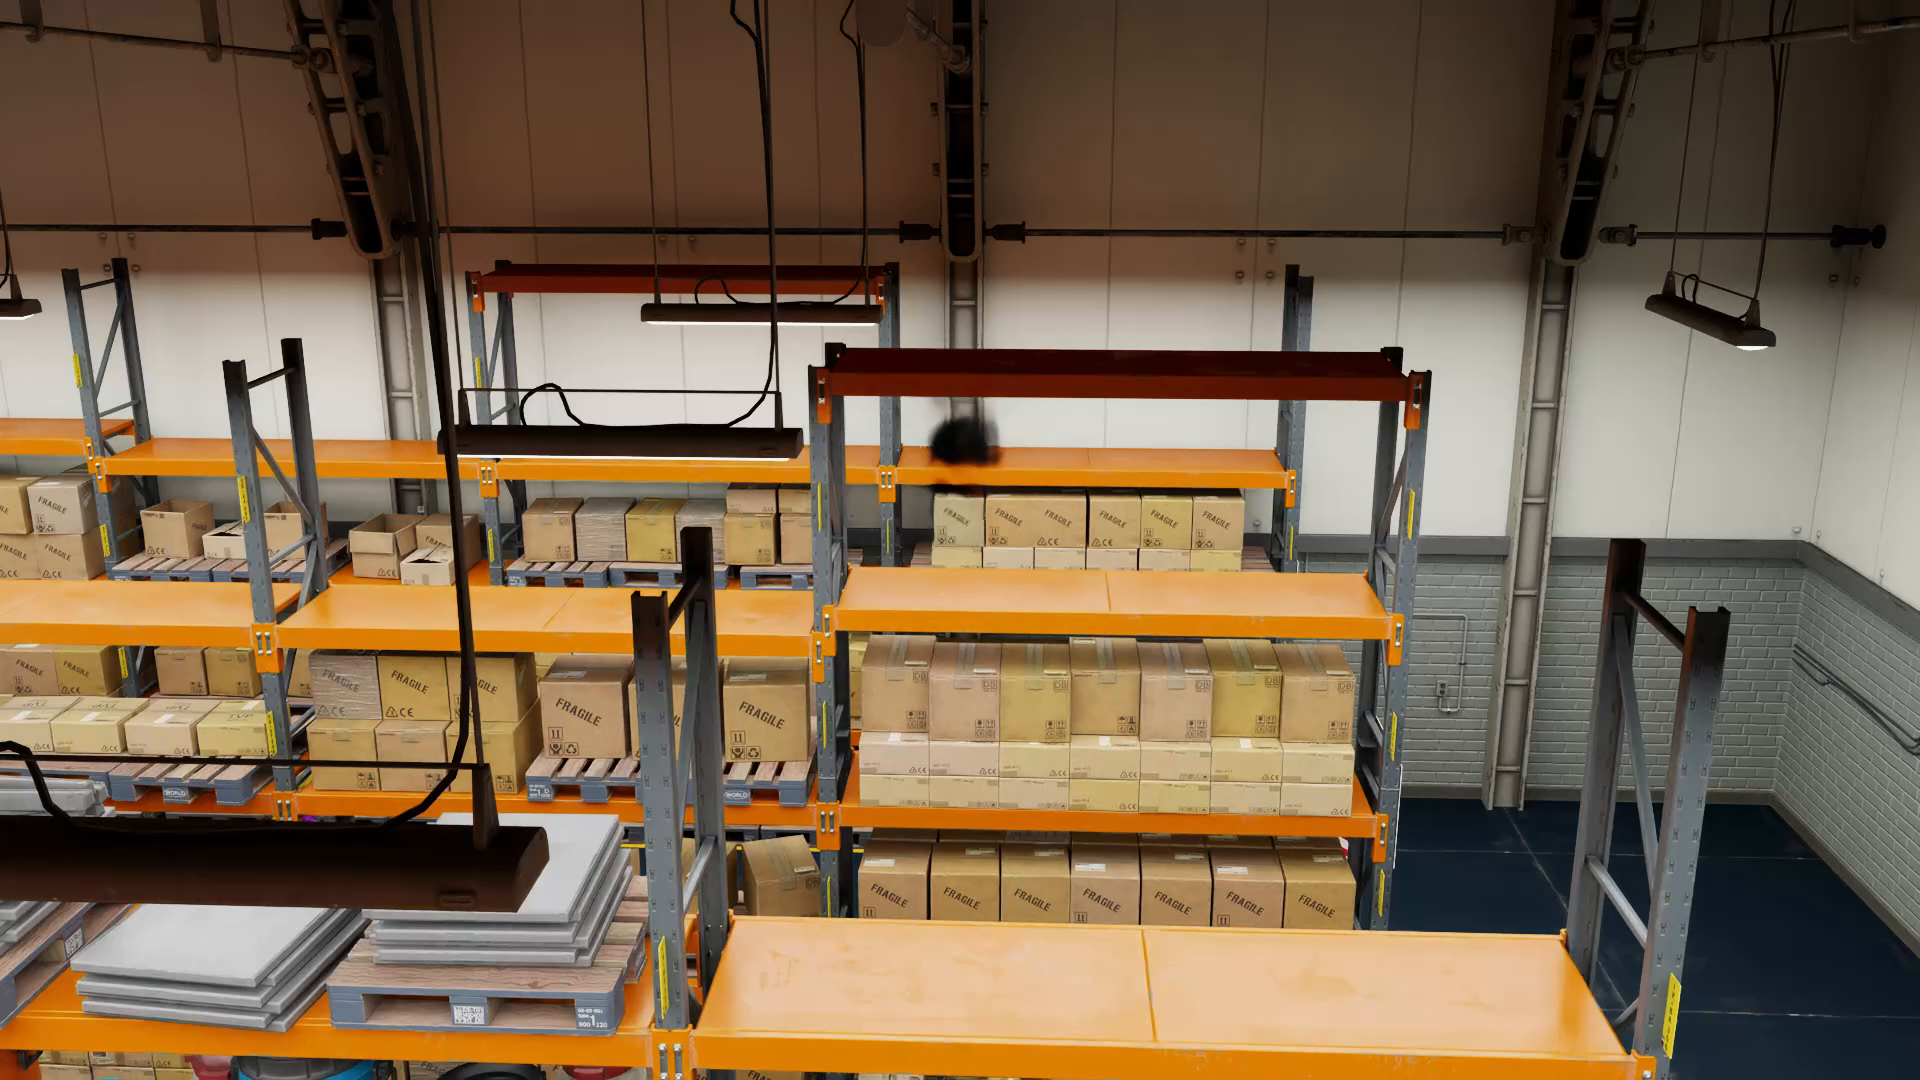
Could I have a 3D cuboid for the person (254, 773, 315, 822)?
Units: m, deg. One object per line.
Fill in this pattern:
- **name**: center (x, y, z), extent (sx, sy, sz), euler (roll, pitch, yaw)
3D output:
- **person**: center (-6.101, 2.939, 15.263), extent (0.802, 1.809, 0.684), euler (-3, 16, -9)
